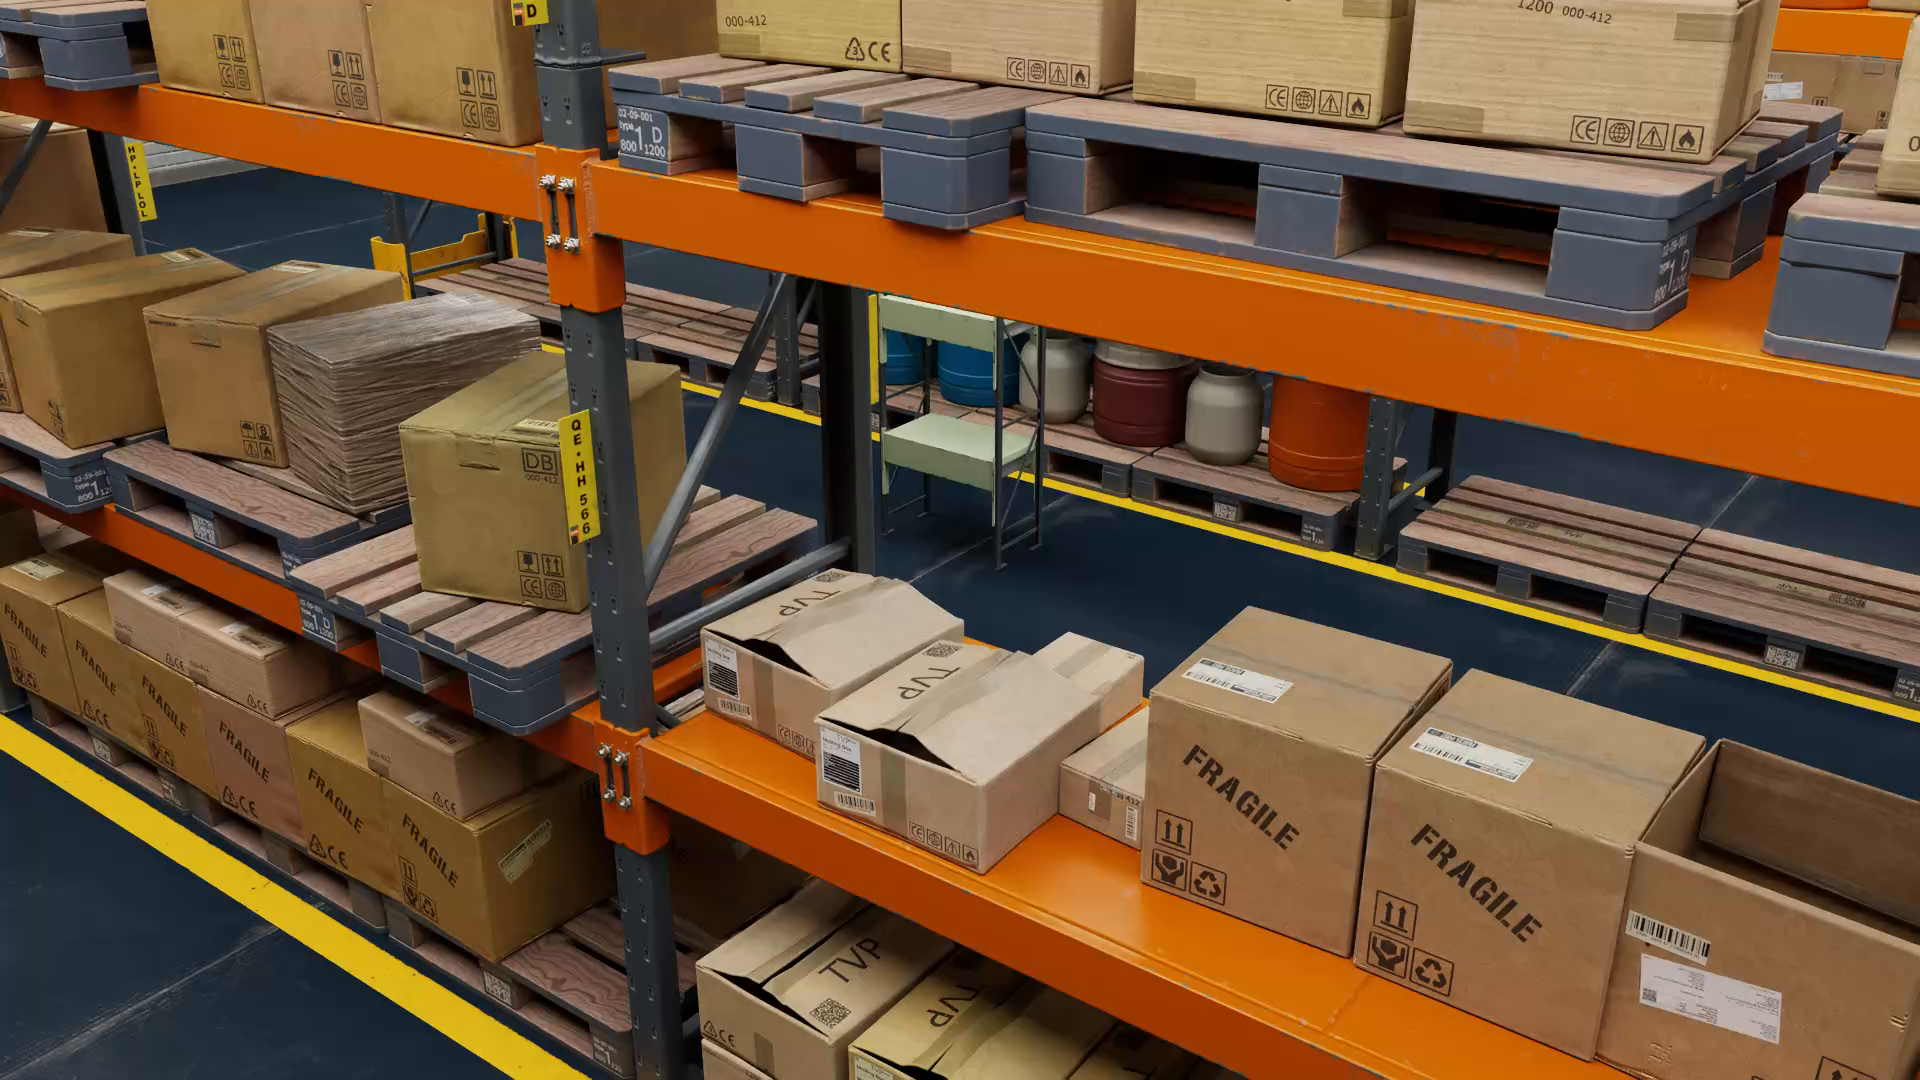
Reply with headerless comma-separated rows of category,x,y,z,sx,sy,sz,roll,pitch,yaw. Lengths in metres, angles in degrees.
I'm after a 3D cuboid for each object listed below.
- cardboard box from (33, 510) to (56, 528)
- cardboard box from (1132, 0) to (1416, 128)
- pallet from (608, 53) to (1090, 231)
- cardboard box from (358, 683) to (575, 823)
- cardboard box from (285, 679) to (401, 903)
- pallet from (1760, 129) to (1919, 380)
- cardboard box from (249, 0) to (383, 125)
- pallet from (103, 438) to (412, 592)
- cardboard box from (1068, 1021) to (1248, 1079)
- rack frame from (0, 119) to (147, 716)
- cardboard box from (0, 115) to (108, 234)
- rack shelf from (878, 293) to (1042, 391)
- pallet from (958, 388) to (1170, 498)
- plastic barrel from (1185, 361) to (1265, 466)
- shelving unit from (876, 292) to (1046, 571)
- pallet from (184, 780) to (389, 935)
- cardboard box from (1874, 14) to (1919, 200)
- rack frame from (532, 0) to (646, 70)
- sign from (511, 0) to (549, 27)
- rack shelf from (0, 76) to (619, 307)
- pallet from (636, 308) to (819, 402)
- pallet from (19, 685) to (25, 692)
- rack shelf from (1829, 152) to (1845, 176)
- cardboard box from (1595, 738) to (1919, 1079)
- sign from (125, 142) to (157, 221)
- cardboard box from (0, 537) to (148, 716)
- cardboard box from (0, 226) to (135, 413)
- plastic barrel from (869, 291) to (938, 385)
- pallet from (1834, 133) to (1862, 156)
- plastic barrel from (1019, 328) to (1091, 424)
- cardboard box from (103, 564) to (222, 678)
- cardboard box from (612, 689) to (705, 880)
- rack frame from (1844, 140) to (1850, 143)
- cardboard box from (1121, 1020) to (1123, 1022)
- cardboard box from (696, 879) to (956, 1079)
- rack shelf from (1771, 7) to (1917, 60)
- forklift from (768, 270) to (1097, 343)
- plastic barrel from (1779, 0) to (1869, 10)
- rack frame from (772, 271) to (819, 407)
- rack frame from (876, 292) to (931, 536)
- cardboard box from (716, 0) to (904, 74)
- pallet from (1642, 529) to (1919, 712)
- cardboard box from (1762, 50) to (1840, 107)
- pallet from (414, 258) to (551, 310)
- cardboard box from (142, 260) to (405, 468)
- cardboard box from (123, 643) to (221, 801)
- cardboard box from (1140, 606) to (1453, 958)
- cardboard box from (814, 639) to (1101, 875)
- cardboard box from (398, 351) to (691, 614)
cardboard box,-4.707,-0.084,8.189,0.250,0.166,0.380,17,29,33
cardboard box,0.676,-0.977,3.191,0.500,0.250,0.500,16,28,32
pallet,-0.006,-0.986,3.781,1.003,0.211,1.213,18,30,36
cardboard box,-1.539,0.602,5.288,0.500,0.250,0.500,18,30,35
cardboard box,-1.905,0.832,5.696,0.500,0.500,0.500,16,28,31
pallet,1.885,-0.362,2.368,1.217,0.209,0.805,16,28,31
cardboard box,-1.380,-1.471,4.525,0.500,0.500,0.910,17,29,33
pallet,-2.161,-0.216,5.758,1.213,0.211,1.003,17,29,33
cardboard box,0.473,1.444,3.945,0.500,0.311,0.500,16,28,32
rack frame,-3.803,-0.802,6.850,0.127,3.000,1.000,17,29,33
cardboard box,-4.011,-1.510,7.093,0.500,0.500,0.500,18,29,35
rack shelf,0.005,-1.042,8.287,0.720,0.370,0.431,17,29,33
pallet,0.744,-0.628,9.914,1.213,0.211,1.003,17,29,33
plastic barrel,1.464,-0.706,9.197,0.421,0.512,0.421,0,24,0
shelving unit,0.005,-0.685,8.444,0.755,1.500,0.431,17,29,33
pallet,-2.149,0.953,6.325,1.213,0.211,1.003,17,29,33
cardboard box,1.670,-0.648,2.445,0.500,0.250,0.500,14,27,28
rack frame,-0.602,-2.580,3.445,0.127,3.000,1.000,17,29,33
sign,-0.929,-1.270,3.550,0.005,0.325,0.100,17,29,33
rack shelf,-2.203,-1.362,5.293,4.000,0.370,1.077,17,29,33
pallet,-1.441,-1.289,11.413,1.213,0.211,1.003,17,29,33
pallet,-4.352,0.308,7.790,1.213,0.211,1.003,17,29,33
rack shelf,6.942,-2.217,10.954,4.000,0.370,1.077,17,29,33
cardboard box,1.572,0.768,3.162,0.500,0.500,0.500,19,30,37
sign,-3.473,-1.512,7.025,0.005,0.325,0.100,17,29,33
cardboard box,-3.562,0.336,6.822,0.500,0.500,0.500,15,28,31
cardboard box,-3.558,-0.853,6.322,0.500,0.500,0.700,7,25,16
plastic barrel,-0.404,-1.494,10.503,0.708,0.901,0.600,17,29,33
pallet,5.976,-2.804,11.632,1.003,0.211,1.213,17,29,33
plastic barrel,0.561,-0.979,9.817,0.421,0.512,0.421,0,24,0
cardboard box,-2.762,0.235,6.122,0.500,0.250,0.500,17,29,33
cardboard box,-1.217,0.781,5.813,0.500,0.500,0.500,16,28,31
rack frame,8.398,-4.606,15.483,0.127,3.000,1.000,17,29,33
cardboard box,0.384,1.145,4.624,0.500,0.311,0.500,16,29,33
cardboard box,-0.359,1.196,4.509,0.500,0.311,0.500,18,29,35
rack shelf,3.972,-1.992,6.723,4.000,0.370,1.077,17,29,33
forklift,0.046,-2.911,11.721,3.031,2.935,1.130,16,28,32
plastic barrel,3.422,-2.575,6.620,0.708,0.830,0.600,17,29,33
rack frame,-0.829,-2.399,10.475,0.127,3.000,1.000,17,29,33
rack frame,-0.287,-0.773,8.645,0.023,1.500,0.400,17,29,33
cardboard box,-0.205,-1.239,3.788,0.500,0.250,0.500,14,28,29
pallet,3.940,0.339,7.719,1.213,0.211,1.003,17,29,33
cardboard box,5.798,-3.150,11.535,0.500,0.500,0.500,13,27,27
pallet,-3.393,-1.879,12.752,1.213,0.211,1.003,17,29,33
cardboard box,-2.352,-0.633,5.821,0.500,0.500,0.700,9,25,20
cardboard box,-2.733,0.585,6.257,0.500,0.500,0.500,17,29,34
cardboard box,0.750,0.520,3.726,0.500,0.500,0.500,15,28,31
cardboard box,-0.003,0.485,4.040,0.500,0.311,0.500,16,29,33
cardboard box,-1.174,-0.189,4.813,0.500,0.500,0.700,7,25,16
